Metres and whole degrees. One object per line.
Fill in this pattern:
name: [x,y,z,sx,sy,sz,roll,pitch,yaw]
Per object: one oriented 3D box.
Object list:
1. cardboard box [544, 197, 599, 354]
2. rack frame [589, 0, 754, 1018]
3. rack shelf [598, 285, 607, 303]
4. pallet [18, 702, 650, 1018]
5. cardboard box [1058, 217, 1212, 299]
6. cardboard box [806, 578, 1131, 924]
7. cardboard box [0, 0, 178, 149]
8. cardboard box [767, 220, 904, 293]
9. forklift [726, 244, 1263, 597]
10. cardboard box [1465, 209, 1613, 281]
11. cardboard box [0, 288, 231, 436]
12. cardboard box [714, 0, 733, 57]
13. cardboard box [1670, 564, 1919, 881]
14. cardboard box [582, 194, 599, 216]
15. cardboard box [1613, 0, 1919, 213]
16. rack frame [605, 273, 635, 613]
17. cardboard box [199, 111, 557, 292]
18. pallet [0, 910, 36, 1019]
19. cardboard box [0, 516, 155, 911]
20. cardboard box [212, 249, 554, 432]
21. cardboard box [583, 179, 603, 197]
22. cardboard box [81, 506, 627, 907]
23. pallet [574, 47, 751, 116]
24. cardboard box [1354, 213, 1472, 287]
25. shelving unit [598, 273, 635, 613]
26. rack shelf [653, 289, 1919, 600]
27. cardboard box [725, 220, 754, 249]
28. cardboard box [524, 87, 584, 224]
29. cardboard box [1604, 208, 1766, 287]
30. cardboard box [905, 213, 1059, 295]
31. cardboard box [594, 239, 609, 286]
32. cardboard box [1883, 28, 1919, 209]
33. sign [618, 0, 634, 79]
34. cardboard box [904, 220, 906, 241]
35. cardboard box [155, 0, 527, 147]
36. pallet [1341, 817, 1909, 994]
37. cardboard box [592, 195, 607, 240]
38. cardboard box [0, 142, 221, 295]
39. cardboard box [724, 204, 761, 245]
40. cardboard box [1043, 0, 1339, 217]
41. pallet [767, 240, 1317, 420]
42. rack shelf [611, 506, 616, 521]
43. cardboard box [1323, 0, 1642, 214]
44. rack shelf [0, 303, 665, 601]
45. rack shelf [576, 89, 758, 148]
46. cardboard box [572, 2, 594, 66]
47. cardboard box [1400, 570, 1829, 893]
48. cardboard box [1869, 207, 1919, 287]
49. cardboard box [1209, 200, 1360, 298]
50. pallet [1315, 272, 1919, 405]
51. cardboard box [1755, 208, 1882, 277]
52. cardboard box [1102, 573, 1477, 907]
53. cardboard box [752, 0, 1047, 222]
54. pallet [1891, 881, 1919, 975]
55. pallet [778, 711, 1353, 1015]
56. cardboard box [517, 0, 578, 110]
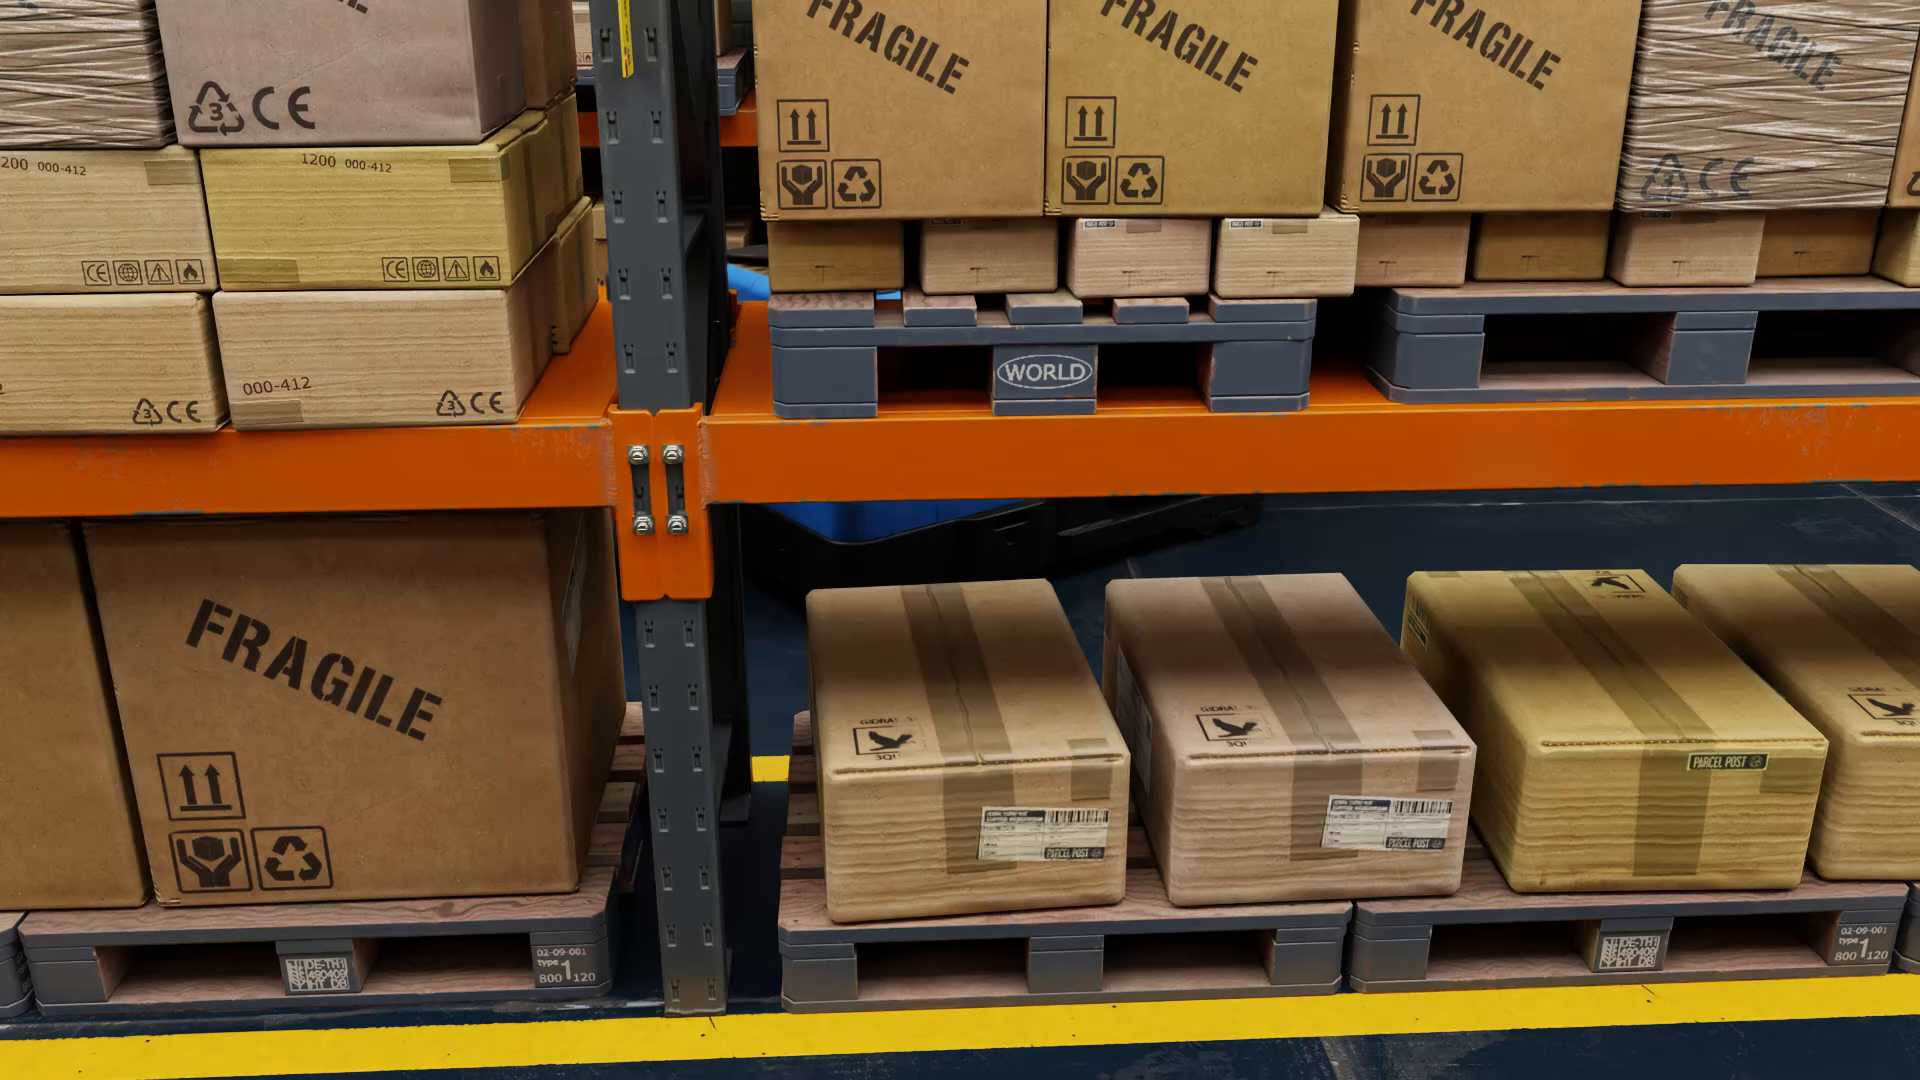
cardboard box: [-1.087,-0.587,3.658,0.500,0.250,0.500,-2,21,-4]
rack frame: [-0.584,-0.578,3.422,0.127,3.000,1.000,-1,21,-3]
rack shelf: [-1.514,-0.685,5.516,1.000,0.278,0.538,5,21,12]
pallet: [-1.376,0.715,3.947,1.213,0.211,1.003,-1,21,-3]
cardboard box: [0.311,-0.580,3.192,0.250,0.149,0.380,-3,21,-7]
cardboard box: [-0.020,0.446,3.836,0.625,0.372,0.950,-3,21,-7]
cardboard box: [-1.597,-0.975,2.920,0.500,0.500,0.500,-1,21,-2]
cardboard box: [-0.249,-0.597,3.236,0.250,0.149,0.380,-2,21,-6]
forklift: [0.528,-1.524,6.005,3.031,2.935,1.130,-15,26,-34]
cardboard box: [1.103,-0.631,3.324,0.250,0.149,0.380,0,21,-1]
cardboard box: [-1.583,-0.389,3.138,0.500,0.250,0.500,-1,21,-2]
cardboard box: [-1.394,-2.629,8.079,0.500,0.500,0.500,0,21,-1]
cardboard box: [2.168,0.400,3.957,0.625,0.372,0.950,0,21,0]
cardboard box: [-1.886,-1.566,8.029,0.250,0.149,0.380,-2,21,-5]
cardboard box: [1.428,-0.920,3.173,0.500,0.500,0.500,-2,21,-5]
rack frame: [-1.018,-0.372,5.516,0.032,1.125,0.500,5,21,12]
cardboard box: [-1.053,-0.641,3.097,0.500,0.250,0.500,-1,21,-3]
pallet: [-2.591,0.738,3.885,1.213,0.211,1.003,-1,21,-3]
cardboard box: [-2.169,0.220,3.723,0.875,0.875,0.875,-1,21,-2]
cardboard box: [-1.074,-0.405,3.180,0.500,0.250,0.500,-2,21,-5]
cardboard box: [-1.920,-1.743,8.494,0.250,0.149,0.380,-1,21,-2]
cardboard box: [-1.279,0.204,3.766,0.875,0.875,0.875,-1,21,-4]
pallet: [-1.544,-2.212,7.986,1.003,0.211,1.213,-1,21,-3]
cardboard box: [0.823,-0.611,3.273,0.250,0.149,0.380,0,21,0]
shelving unit: [-1.514,-0.412,5.621,1.048,1.125,0.538,5,21,12]
rack shelf: [1.412,-0.282,3.657,4.000,0.370,1.077,-1,21,-3]
cardboard box: [-1.281,-1.284,8.200,0.500,0.500,0.500,-1,21,-1]
cardboard box: [-1.104,-0.819,3.564,0.500,0.250,0.500,-1,21,-3]
cardboard box: [1.367,-0.613,3.277,0.250,0.149,0.380,-1,21,-1]
cardboard box: [0.035,-0.591,3.220,0.250,0.149,0.380,-2,21,-6]
cardboard box: [-1.781,-1.277,8.184,0.500,0.500,0.500,-1,21,-4]
cardboard box: [1.951,-0.931,3.202,0.500,0.500,0.500,0,21,-1]
sign: [-0.549,-0.922,2.699,0.005,0.325,0.100,-1,21,-3]
cardboard box: [-0.007,-0.778,3.711,0.250,0.149,0.380,-1,21,-2]
cardboard box: [-1.086,-0.988,2.955,0.500,0.500,0.500,-2,21,-5]
pallet: [1.411,0.686,4.021,1.213,0.211,1.003,-1,21,-3]
cardboard box: [-1.621,-1.555,8.002,0.250,0.149,0.380,-2,21,-6]
cardboard box: [-1.565,-0.629,3.066,0.500,0.250,0.500,-2,21,-4]
cardboard box: [-1.308,-1.460,8.663,0.500,0.500,0.500,0,21,-1]
cardboard box: [0.398,-0.900,3.120,0.500,0.500,0.500,0,21,0]
pallet: [0.121,-0.540,3.594,1.003,0.211,1.213,-1,21,-3]
rack shelf: [-1.514,-0.183,5.708,1.000,0.278,0.538,5,21,12]
cardboard box: [0.928,-0.913,3.154,0.500,0.500,0.500,-1,21,-2]
rack shelf: [-2.581,-0.201,3.444,4.000,0.370,1.077,-1,21,-3]
rack shelf: [-2.868,-1.964,8.075,4.000,0.370,1.077,-1,21,-3]
cardboard box: [-1.906,-2.331,7.647,0.500,0.250,0.500,-2,21,-6]
cardboard box: [1.474,0.415,3.918,0.625,0.372,0.950,0,21,-1]
cardboard box: [1.892,-0.614,3.280,0.250,0.149,0.380,-1,21,-3]
cardboard box: [0.587,-0.578,3.187,0.250,0.149,0.380,-1,21,-3]
pallet: [1.390,-0.543,3.600,1.213,0.211,1.003,-1,21,-3]
cardboard box: [1.623,-0.645,3.362,0.250,0.149,0.380,-2,21,-5]
cardboard box: [0.717,0.428,3.883,0.625,0.372,0.950,-2,21,-4]
cardboard box: [-0.122,-0.887,3.085,0.500,0.500,0.500,-2,21,-5]
pallet: [2.632,0.661,4.089,1.213,0.211,1.003,-1,21,-3]
pallet: [0.196,0.710,3.959,1.213,0.211,1.003,-1,21,-3]
cardboard box: [-1.091,-1.169,3.429,0.500,0.500,0.500,-2,21,-5]
